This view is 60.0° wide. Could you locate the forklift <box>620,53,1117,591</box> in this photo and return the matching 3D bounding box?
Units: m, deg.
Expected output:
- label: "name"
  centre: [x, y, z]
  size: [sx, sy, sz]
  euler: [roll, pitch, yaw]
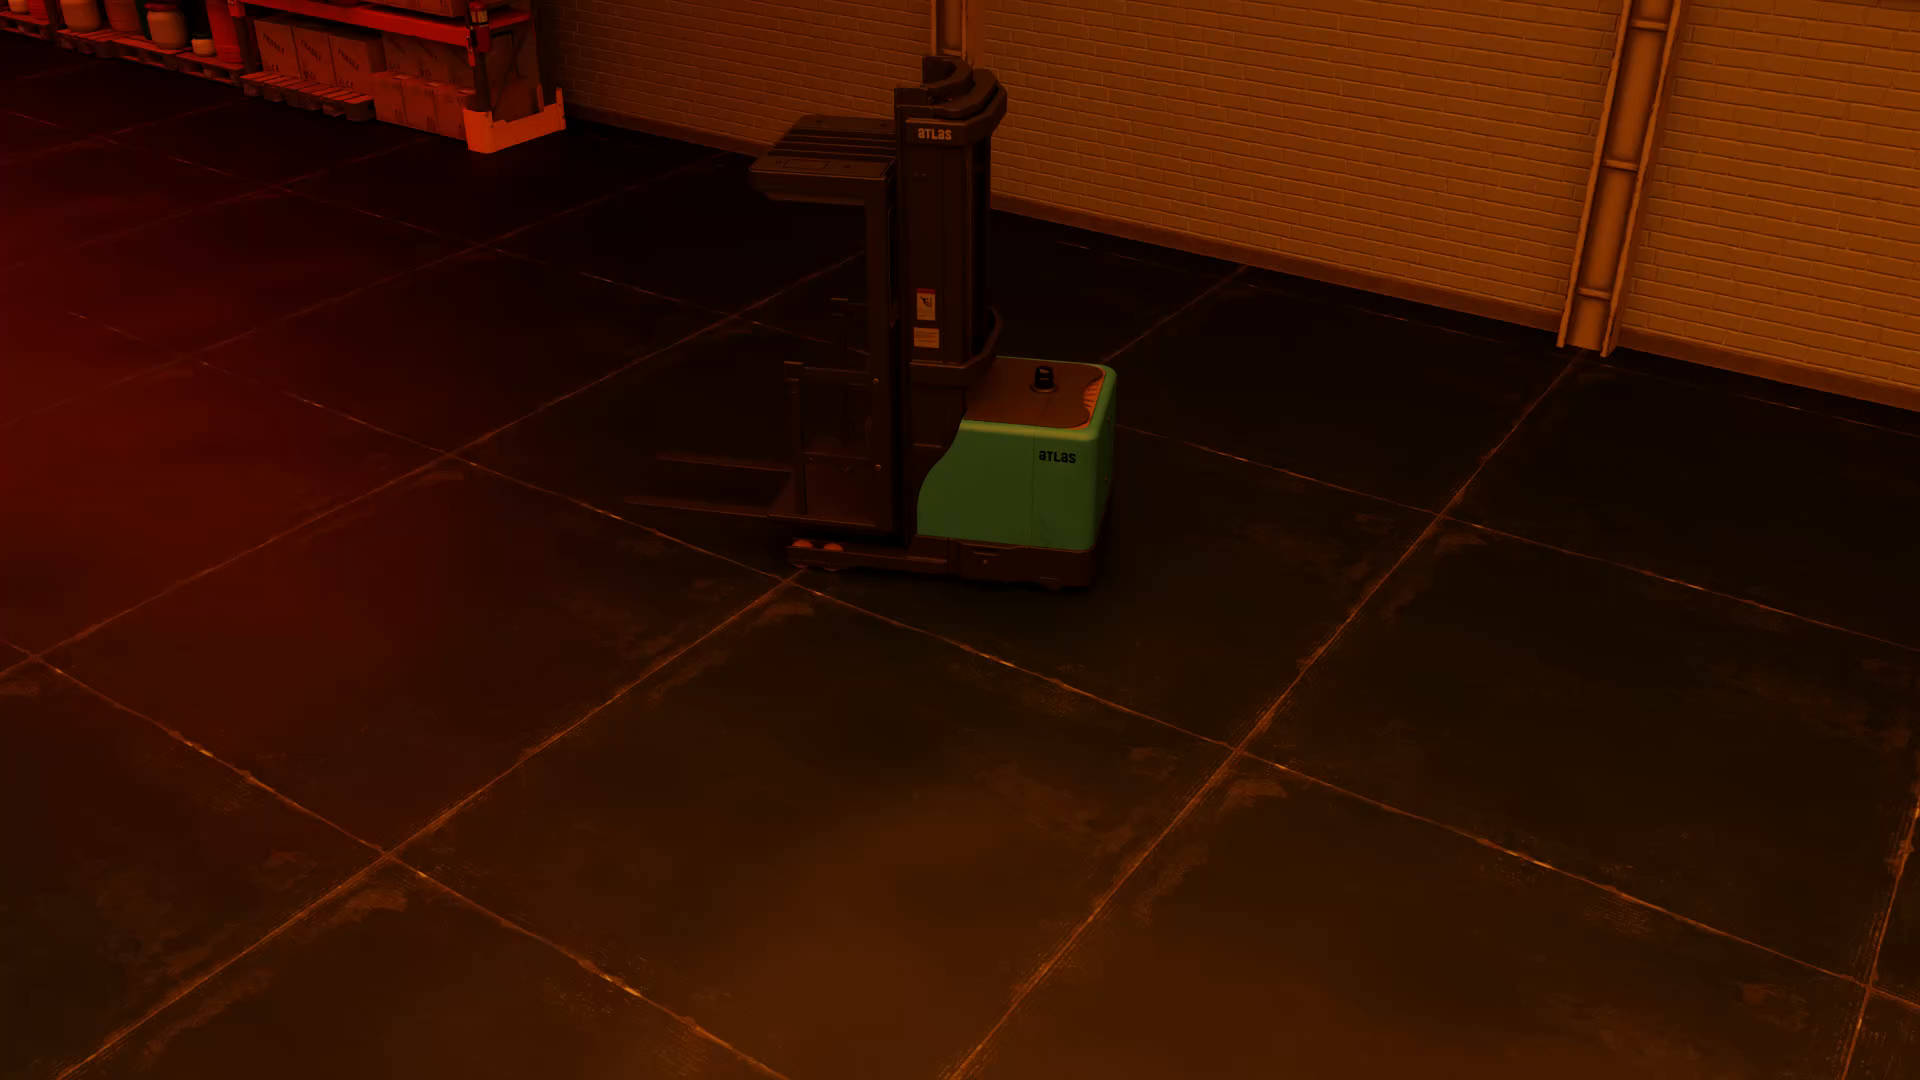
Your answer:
- label: "forklift"
  centre: [-0.596, -1.330, 9.871]
  size: [3.031, 2.935, 1.130]
  euler: [6, 31, 10]
